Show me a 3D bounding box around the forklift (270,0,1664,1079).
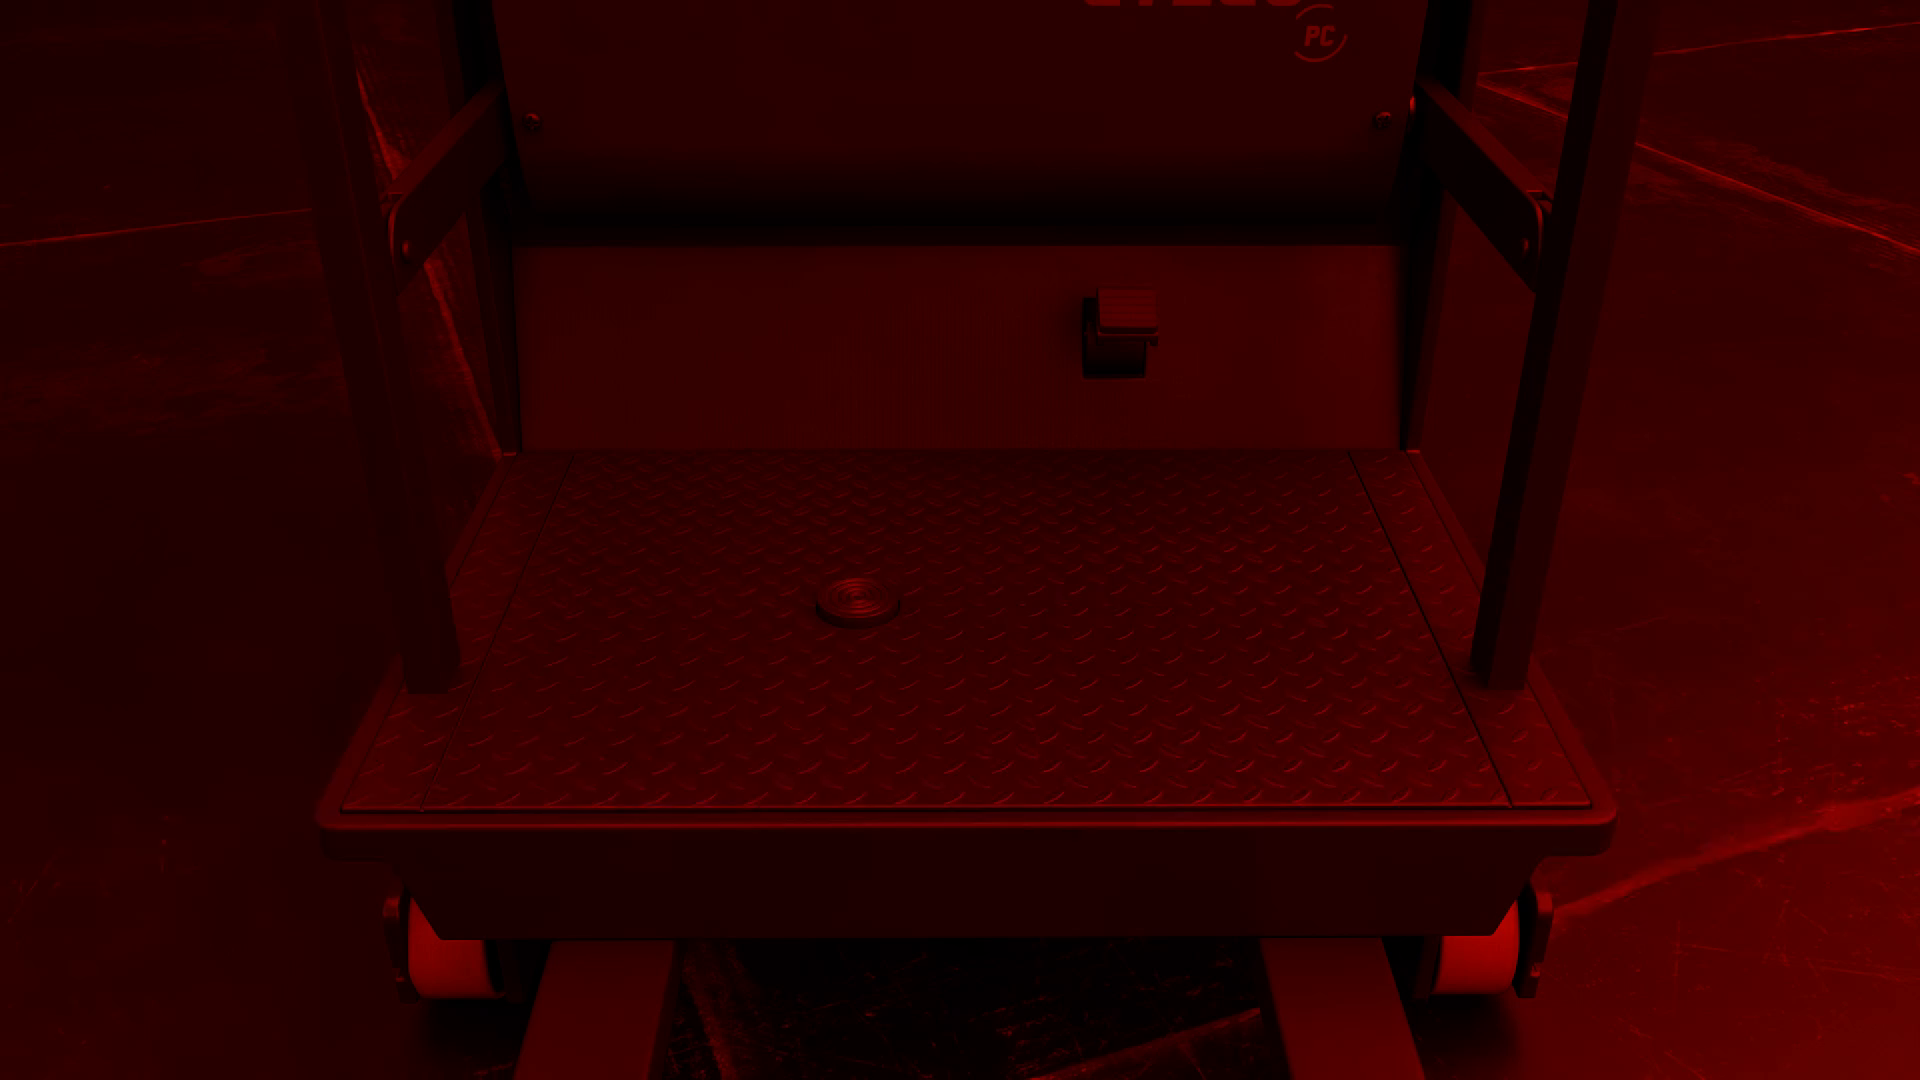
[{"bbox_3d":[0.003,-0.964,1.232,1.130,2.935,3.031,0,30,0],"label":"forklift"}]
